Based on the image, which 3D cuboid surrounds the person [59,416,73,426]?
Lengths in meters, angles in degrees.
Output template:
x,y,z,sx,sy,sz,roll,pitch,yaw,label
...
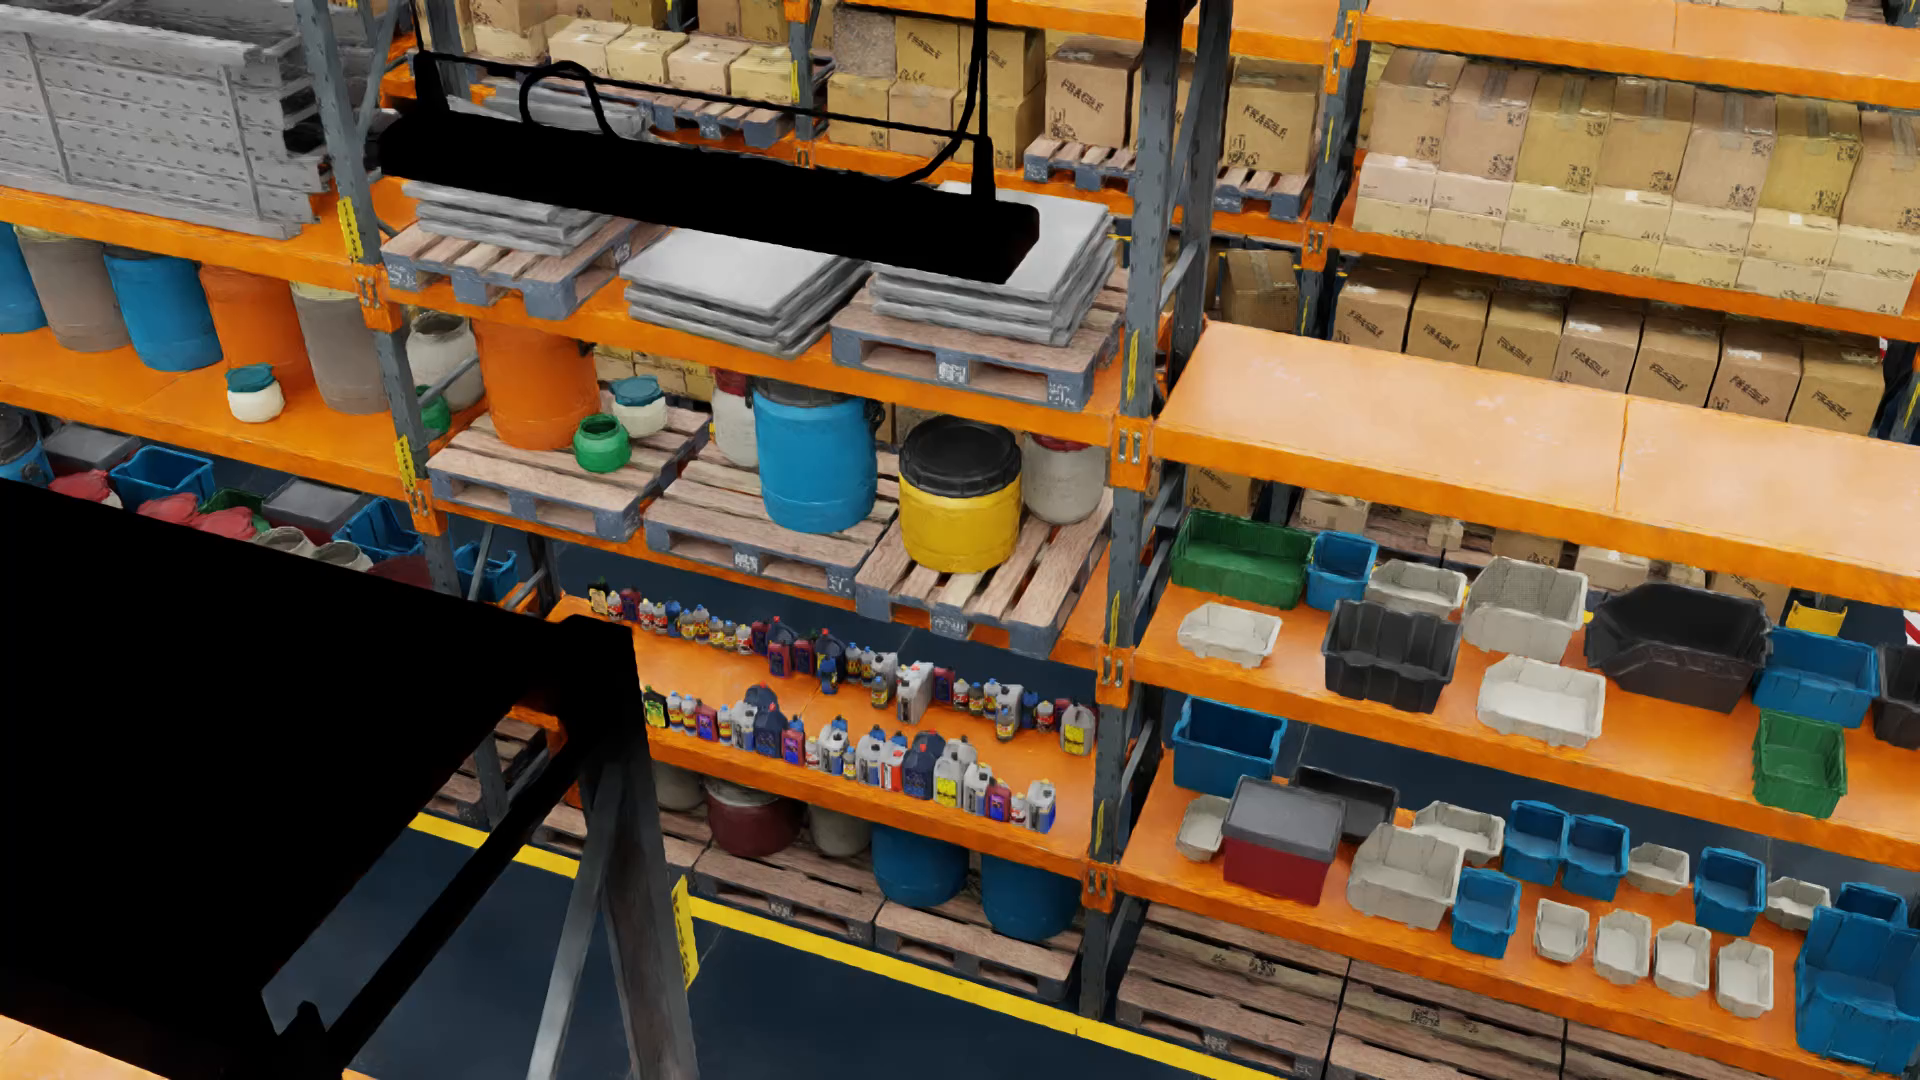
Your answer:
x,y,z,sx,sy,sz,roll,pitch,yaw,label
-7.092,-1.020,13.336,1.126,1.675,0.542,14,39,19,person
